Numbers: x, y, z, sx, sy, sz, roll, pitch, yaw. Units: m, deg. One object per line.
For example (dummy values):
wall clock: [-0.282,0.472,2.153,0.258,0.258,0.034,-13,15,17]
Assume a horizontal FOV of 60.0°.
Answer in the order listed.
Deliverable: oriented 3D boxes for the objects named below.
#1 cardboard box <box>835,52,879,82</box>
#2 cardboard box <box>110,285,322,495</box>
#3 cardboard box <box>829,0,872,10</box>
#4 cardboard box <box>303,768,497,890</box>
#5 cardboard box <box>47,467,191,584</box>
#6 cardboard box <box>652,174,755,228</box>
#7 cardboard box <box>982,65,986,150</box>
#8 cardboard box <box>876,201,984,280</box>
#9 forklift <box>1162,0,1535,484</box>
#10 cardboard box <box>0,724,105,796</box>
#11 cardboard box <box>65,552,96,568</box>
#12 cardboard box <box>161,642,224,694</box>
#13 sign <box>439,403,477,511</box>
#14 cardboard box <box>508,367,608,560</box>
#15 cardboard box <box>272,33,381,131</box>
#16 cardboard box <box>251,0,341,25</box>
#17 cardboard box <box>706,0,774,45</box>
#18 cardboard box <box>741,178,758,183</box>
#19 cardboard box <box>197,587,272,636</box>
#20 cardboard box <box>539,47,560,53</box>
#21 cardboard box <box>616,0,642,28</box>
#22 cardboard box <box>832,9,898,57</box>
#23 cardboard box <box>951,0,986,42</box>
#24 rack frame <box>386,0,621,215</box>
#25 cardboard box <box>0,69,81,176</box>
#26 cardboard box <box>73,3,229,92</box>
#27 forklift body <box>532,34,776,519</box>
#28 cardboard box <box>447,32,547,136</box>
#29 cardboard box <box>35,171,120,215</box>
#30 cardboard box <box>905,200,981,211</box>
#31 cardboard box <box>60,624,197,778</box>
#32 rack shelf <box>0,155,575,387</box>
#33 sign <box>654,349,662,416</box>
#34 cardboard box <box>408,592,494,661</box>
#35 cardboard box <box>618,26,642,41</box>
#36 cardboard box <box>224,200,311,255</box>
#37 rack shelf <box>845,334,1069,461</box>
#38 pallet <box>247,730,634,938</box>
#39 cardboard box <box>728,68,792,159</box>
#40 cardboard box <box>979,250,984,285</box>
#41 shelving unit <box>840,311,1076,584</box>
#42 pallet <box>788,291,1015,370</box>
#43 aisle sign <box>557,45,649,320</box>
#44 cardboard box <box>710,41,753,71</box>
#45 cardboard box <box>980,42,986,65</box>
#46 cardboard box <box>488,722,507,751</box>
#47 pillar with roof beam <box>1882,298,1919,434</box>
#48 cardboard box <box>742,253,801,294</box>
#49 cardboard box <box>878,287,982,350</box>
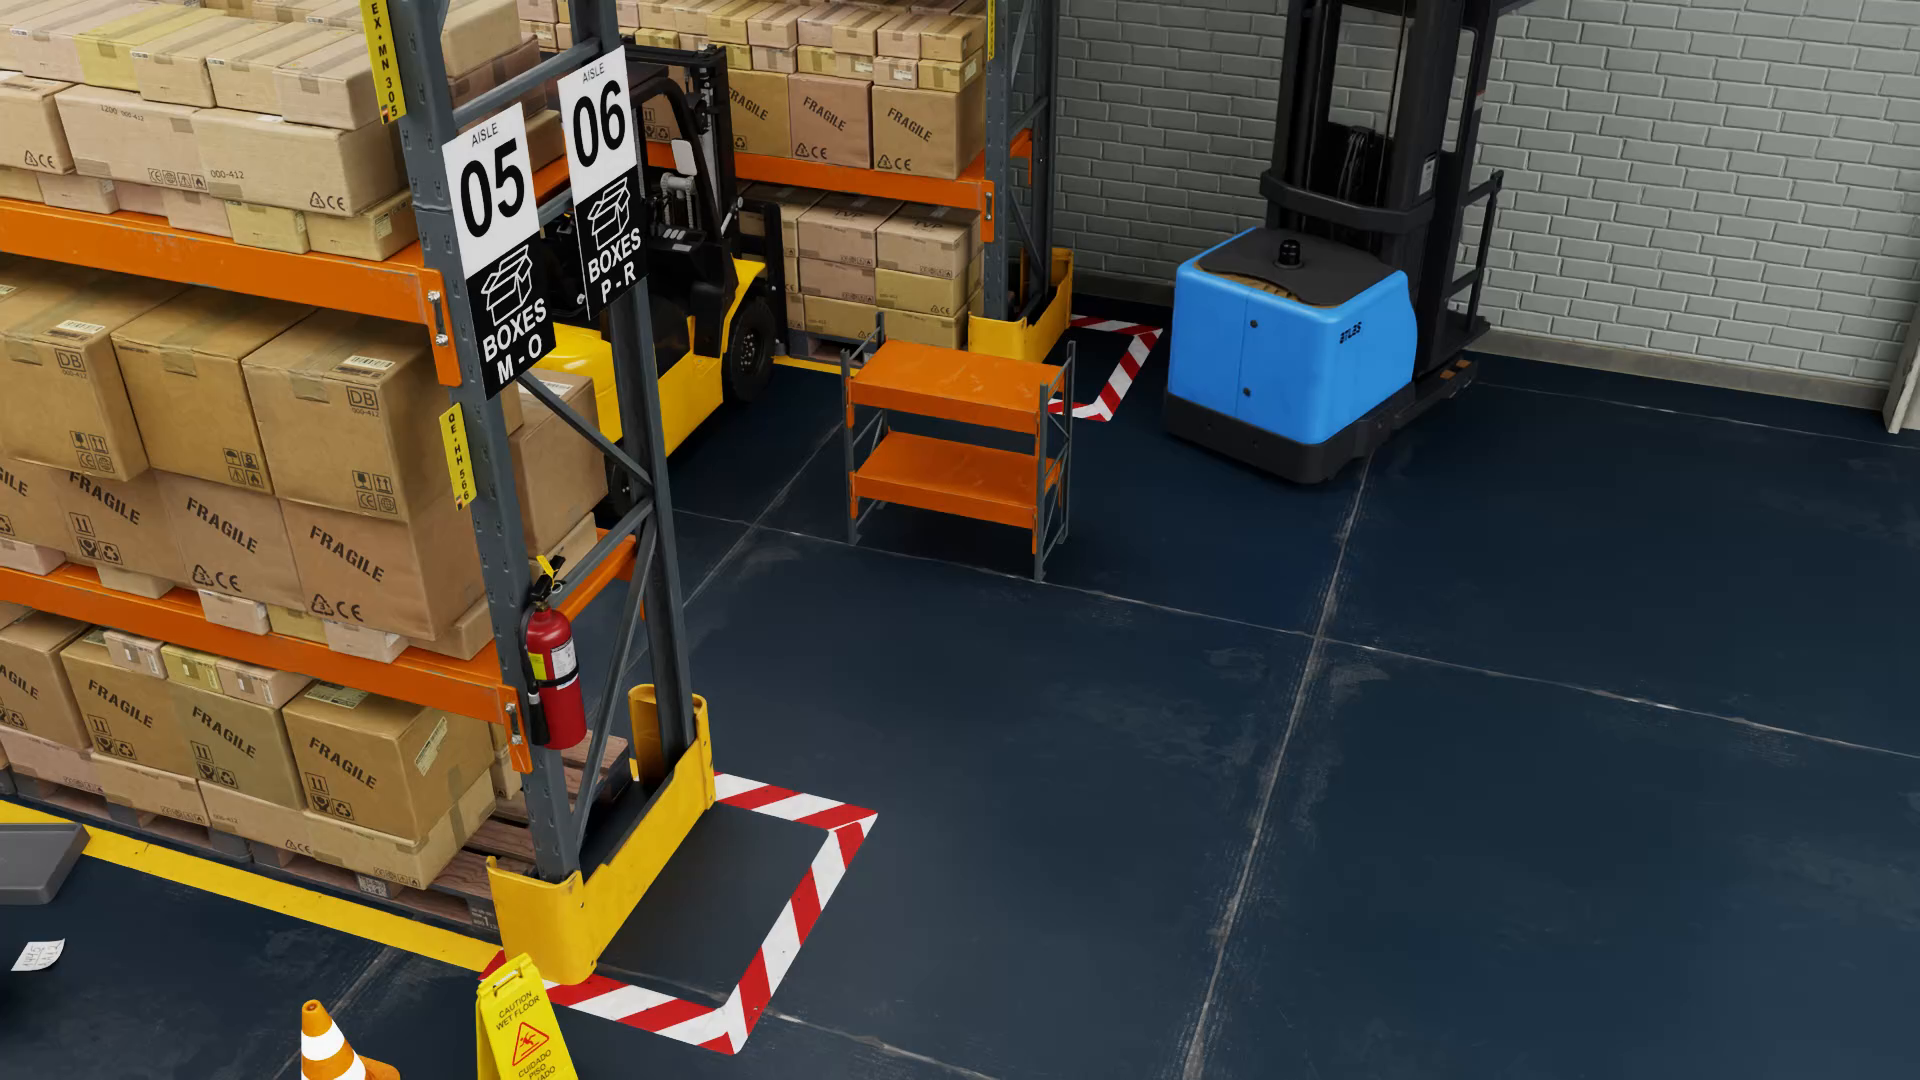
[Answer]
cardboard box: [-0.529,-2.790,9.615,0.250,0.149,0.380,12,35,17]
cardboard box: [-2.333,-0.575,5.586,0.500,0.500,0.700,11,35,17]
cardboard box: [-0.594,-3.213,9.997,0.250,0.149,0.380,11,35,17]
cardboard box: [-2.179,1.055,6.499,0.500,0.250,0.500,11,34,16]
cardboard box: [-2.848,-0.222,5.962,0.500,0.500,0.500,11,34,16]
cardboard box: [-1.608,-2.085,10.440,0.500,0.250,0.500,10,34,15]
cardboard box: [-0.006,-2.719,10.103,0.500,0.500,0.500,12,35,18]
cardboard box: [-0.172,-1.811,10.015,0.500,0.250,0.500,12,35,18]
forklift: [2.524,-2.255,9.541,1.130,2.935,3.031,26,41,34]
cardboard box: [-3.599,0.771,6.938,0.500,0.250,0.500,11,34,16]
cardboard box: [-3.161,-0.052,6.297,0.250,0.149,0.380,11,34,16]
cardboard box: [-2.751,0.388,6.242,0.250,0.149,0.380,12,35,17]
sign: [-1.511,-0.249,5.011,0.005,0.325,0.100,11,34,16]
cardboard box: [-1.657,-0.304,6.090,0.500,0.500,0.500,10,34,16]
cardboard box: [-1.723,-1.310,4.744,0.250,0.149,0.380,11,35,17]
cardboard box: [-2.028,-1.683,5.322,0.250,0.149,0.380,11,34,16]
cardboard box: [-1.277,-3.024,9.704,0.250,0.149,0.380,12,35,17]
cardboard box: [-1.441,-2.354,10.857,0.500,0.250,0.500,10,34,16]
cardboard box: [-2.492,0.158,5.971,0.250,0.149,0.380,12,35,17]
cardboard box: [-2.574,-2.917,10.410,0.500,0.500,0.500,12,35,17]
cardboard box: [-1.960,-3.211,9.993,0.250,0.149,0.380,11,34,16]
cardboard box: [-0.540,-2.905,9.520,0.250,0.149,0.380,12,35,18]
cardboard box: [0.122,-3.054,9.751,0.250,0.149,0.380,10,34,16]
rack frame: [-1.305,-2.429,4.216,0.127,3.000,1.000,11,34,16]
cardboard box: [-2.841,-1.372,5.209,0.500,0.250,0.500,12,35,18]
cardboard box: [-2.420,-1.487,5.018,0.250,0.149,0.380,11,35,17]
forklift body: [-2.034,-1.503,9.095,1.214,2.155,2.313,11,34,16]
cardboard box: [-1.688,-1.459,5.343,0.500,0.250,0.500,10,34,16]
cardboard box: [-2.686,-1.183,5.283,0.250,0.149,0.380,11,34,16]
cardboard box: [-0.022,-2.070,10.417,0.500,0.250,0.500,10,34,16]
cardboard box: [-3.112,0.551,6.587,0.500,0.500,0.500,10,34,15]
rack shelf: [-3.188,-1.233,5.792,4.000,0.370,1.077,11,34,16]
sign: [-1.122,-0.550,6.038,0.005,0.325,0.100,11,34,16]
cardboard box: [-1.729,0.237,5.849,0.250,0.149,0.380,12,35,18]
cardboard box: [-1.993,-3.049,10.017,0.250,0.149,0.380,10,34,15]
cardboard box: [-1.980,-1.015,5.023,0.250,0.149,0.380,11,35,17]
rack shelf: [-0.006,-0.720,8.288,1.000,0.278,0.538,11,34,16]
pallet: [-2.129,1.082,6.880,1.213,0.211,1.003,11,34,16]
cardboard box: [-1.153,-2.636,9.974,0.500,0.500,0.500,10,34,16]
cardboard box: [-0.006,-1.868,10.564,0.500,0.250,0.500,12,35,17]
shelving unit: [-0.006,-0.474,8.447,1.048,1.125,0.538,11,34,16]
pallet: [-0.368,-1.391,10.710,1.213,0.211,1.003,11,34,16]
aisle sign: [-1.142,-1.148,5.366,0.004,0.787,0.394,11,34,16]
cardboard box: [-1.271,-2.901,9.788,0.250,0.149,0.380,11,35,17]
cardboard box: [0.134,-2.953,9.869,0.250,0.149,0.380,10,34,15]
cardboard box: [-1.993,0.462,6.726,0.500,0.500,0.500,10,34,15]
pillar with roof beam: [4.211,-2.256,3.948,0.400,9.000,9.100,11,34,16]
cardboard box: [-1.159,-1.786,10.438,0.500,0.250,0.500,10,34,15]
cardboard box: [-0.183,-1.390,10.286,0.500,0.250,0.500,11,35,17]
